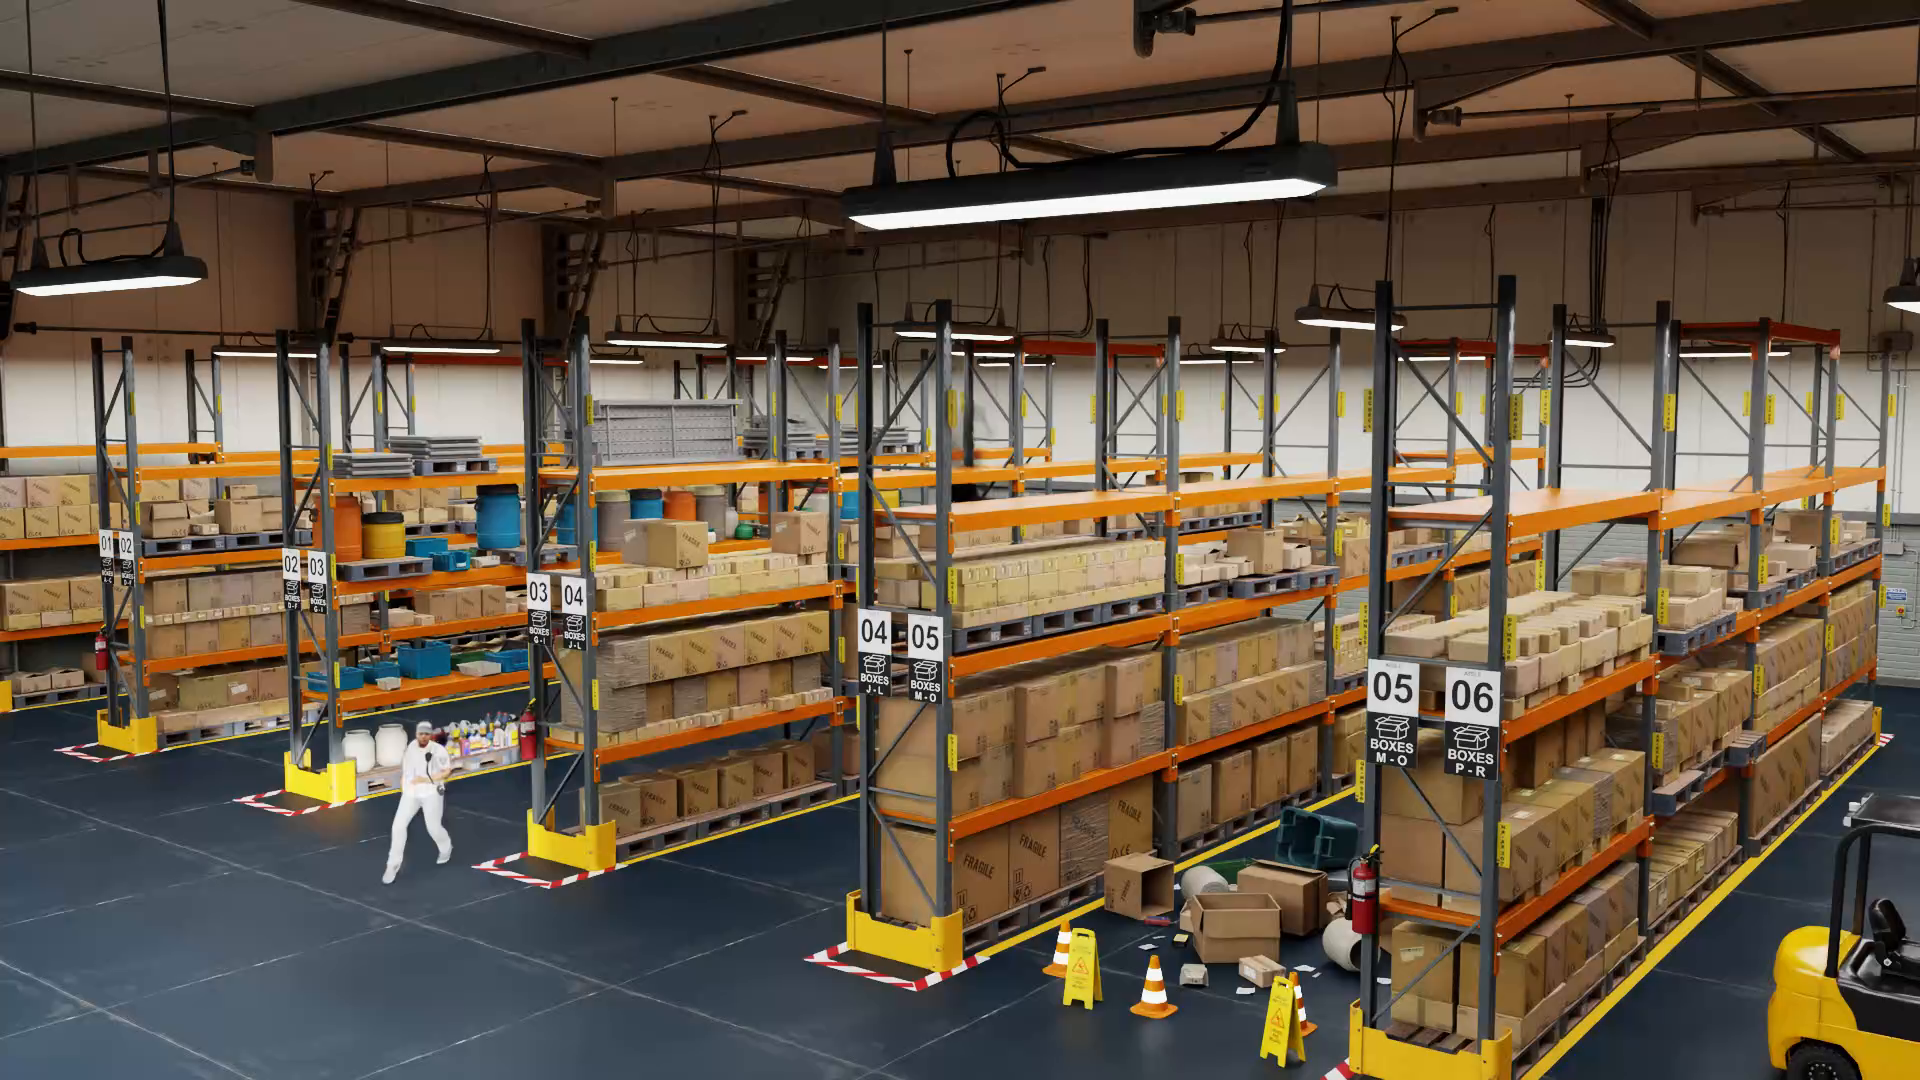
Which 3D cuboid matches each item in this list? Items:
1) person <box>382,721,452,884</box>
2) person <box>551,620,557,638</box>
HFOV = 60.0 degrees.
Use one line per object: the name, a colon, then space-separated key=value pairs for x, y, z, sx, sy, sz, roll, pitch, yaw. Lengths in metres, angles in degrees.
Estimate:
person: x=-5.782 y=2.744 z=18.001 sx=0.611 sy=1.614 sz=0.785 roll=1 pitch=5 yaw=8
person: x=-8.032 y=1.504 z=32.839 sx=0.578 sy=1.643 sz=0.610 roll=3 pitch=6 yaw=35
